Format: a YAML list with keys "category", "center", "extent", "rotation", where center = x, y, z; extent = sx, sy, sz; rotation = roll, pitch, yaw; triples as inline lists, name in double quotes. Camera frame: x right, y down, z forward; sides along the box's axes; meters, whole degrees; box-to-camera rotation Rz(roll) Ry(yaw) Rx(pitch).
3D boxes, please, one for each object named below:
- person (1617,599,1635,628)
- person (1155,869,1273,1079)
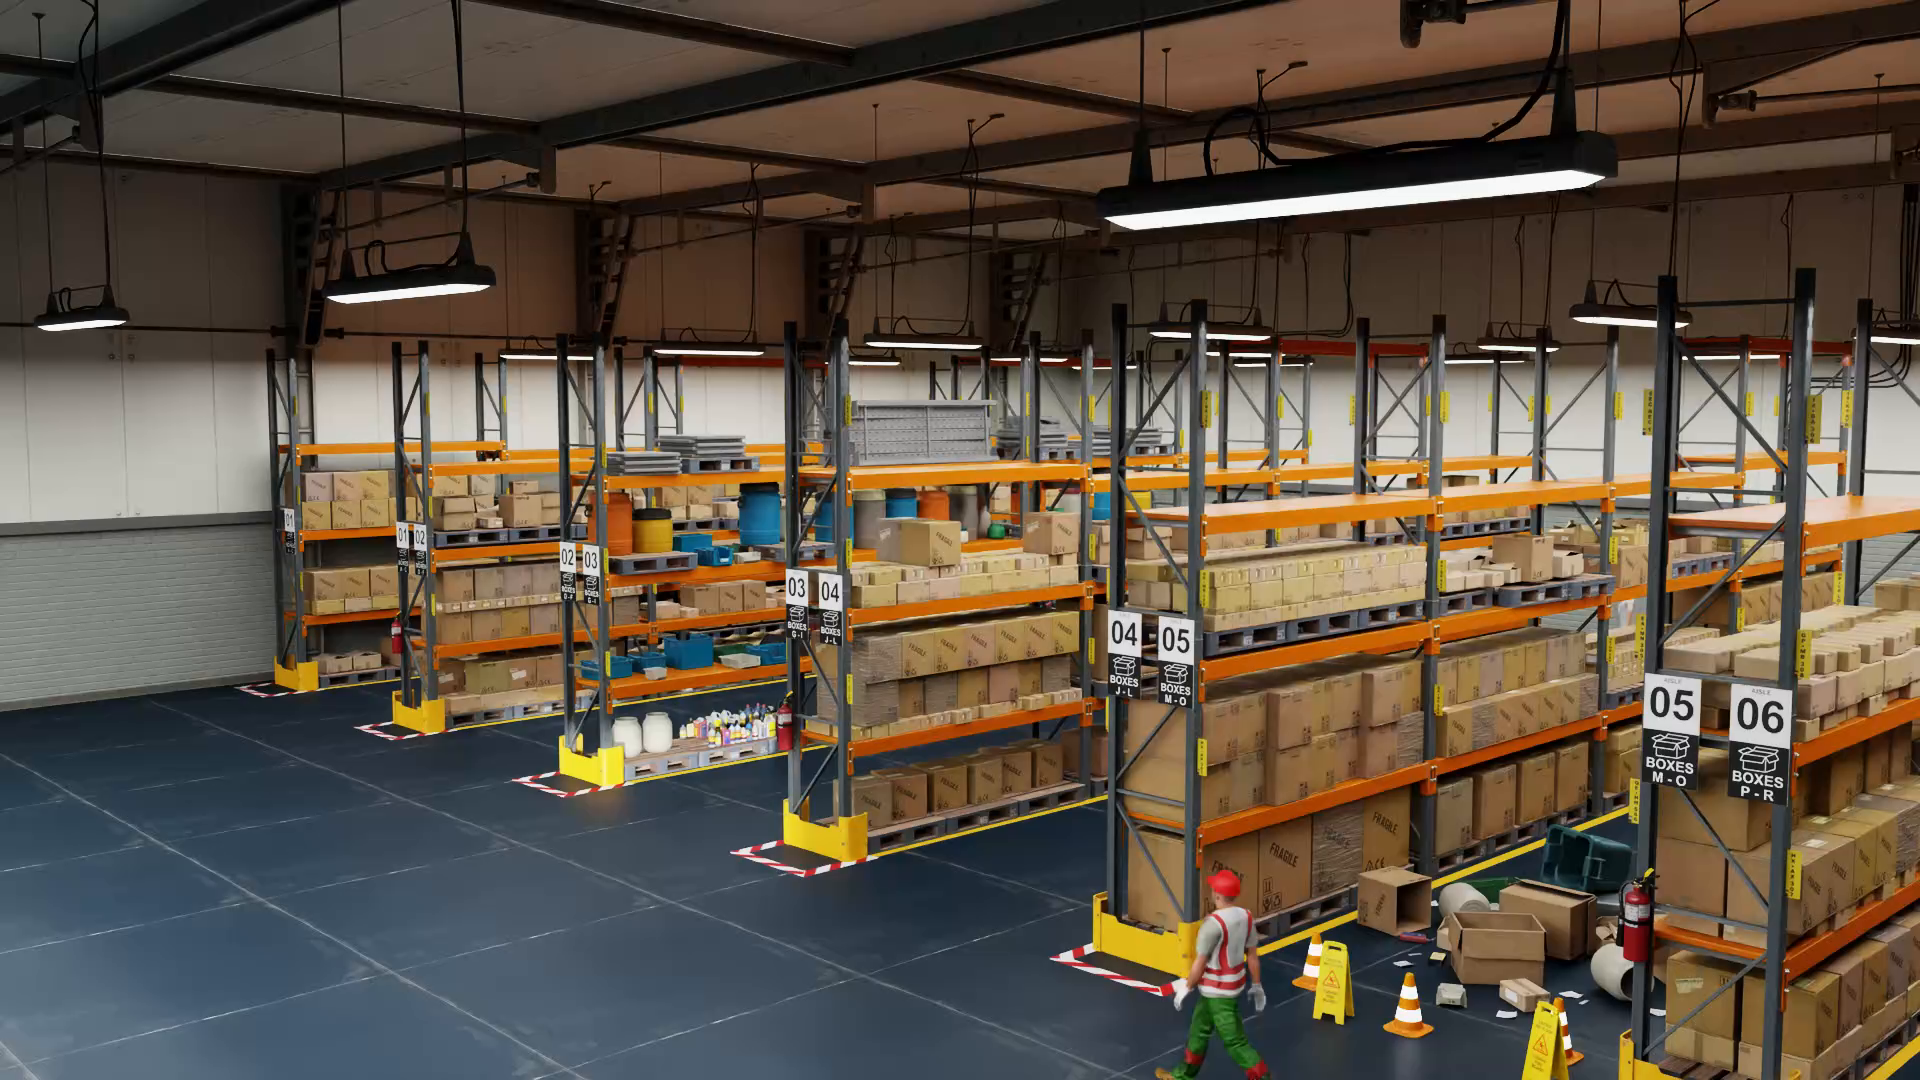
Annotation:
- category: "person"
  center: [12.517, 1.639, 31.068]
  extent: [0.651, 1.662, 0.449]
  rotation: [2, 5, 24]
- category: "person"
  center: [1.858, 3.252, 12.040]
  extent: [1.044, 1.753, 0.493]
  rotation: [2, 5, 24]
